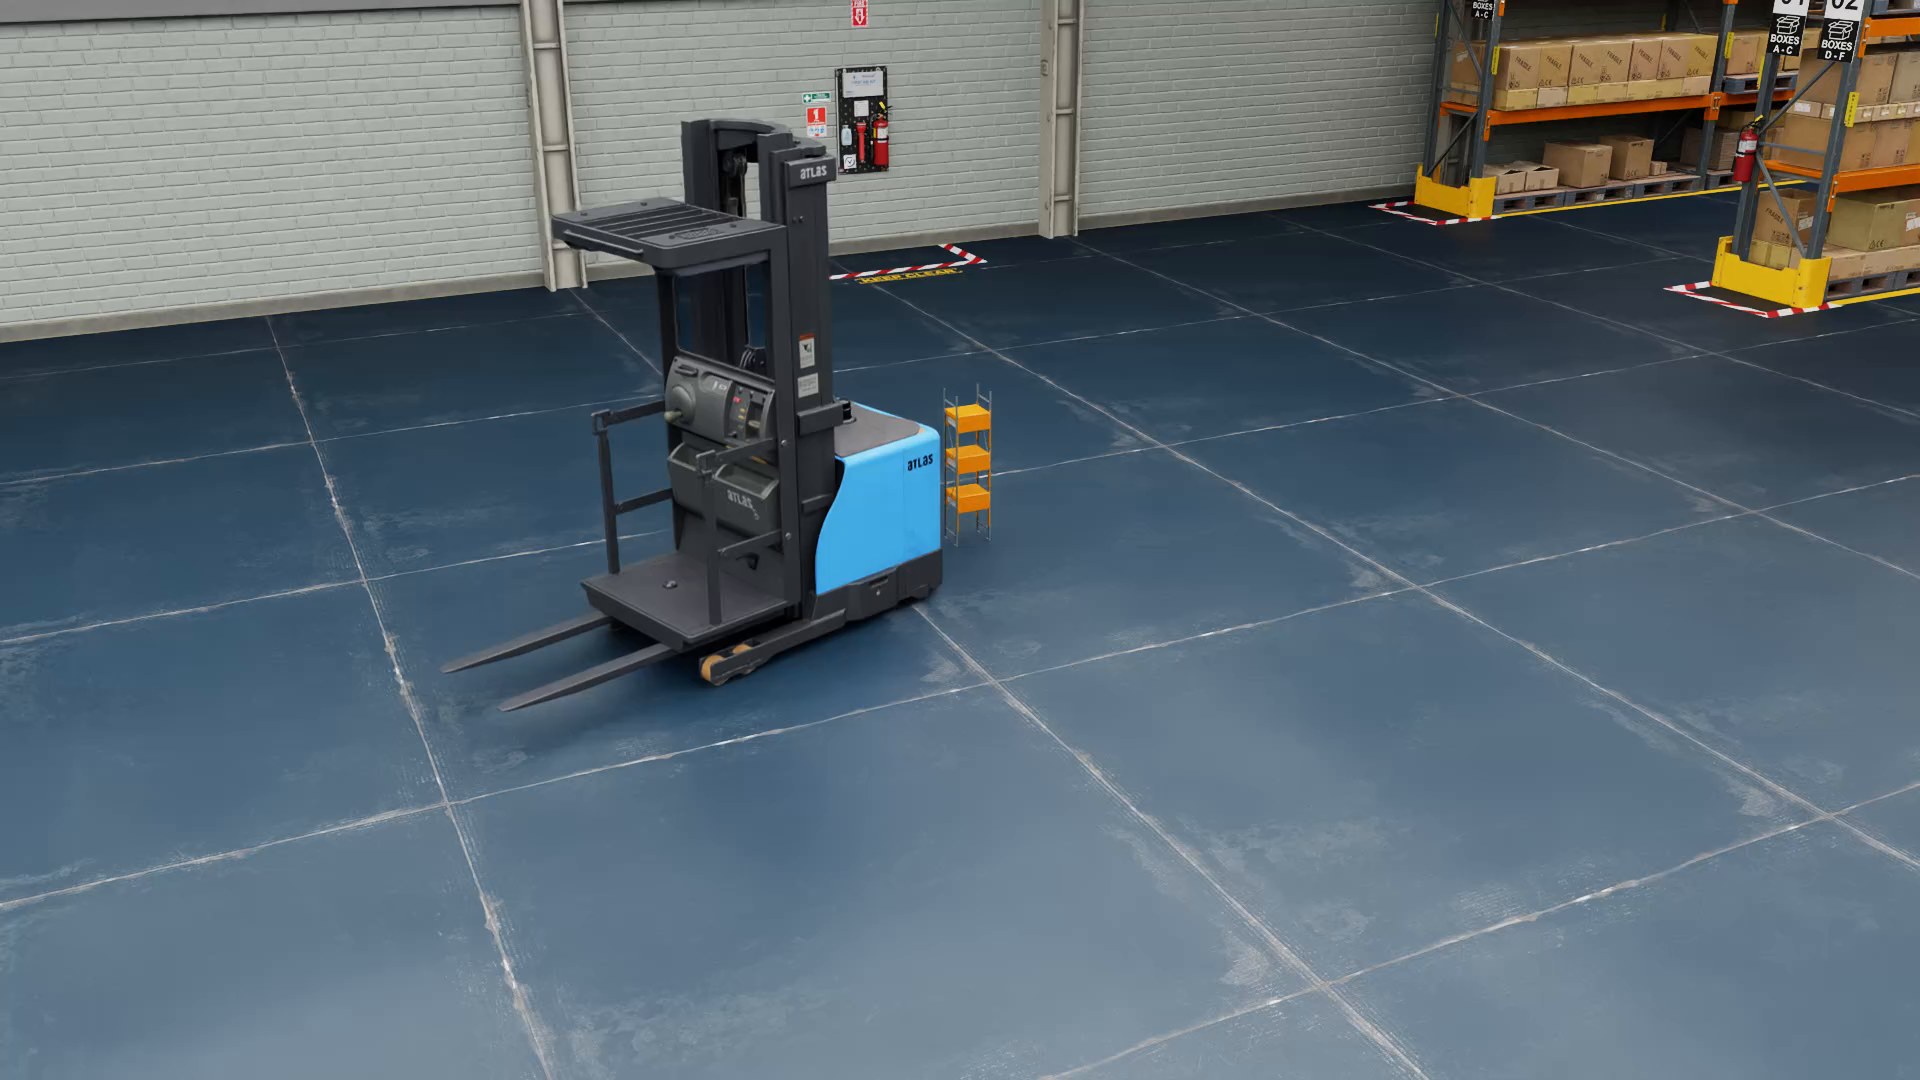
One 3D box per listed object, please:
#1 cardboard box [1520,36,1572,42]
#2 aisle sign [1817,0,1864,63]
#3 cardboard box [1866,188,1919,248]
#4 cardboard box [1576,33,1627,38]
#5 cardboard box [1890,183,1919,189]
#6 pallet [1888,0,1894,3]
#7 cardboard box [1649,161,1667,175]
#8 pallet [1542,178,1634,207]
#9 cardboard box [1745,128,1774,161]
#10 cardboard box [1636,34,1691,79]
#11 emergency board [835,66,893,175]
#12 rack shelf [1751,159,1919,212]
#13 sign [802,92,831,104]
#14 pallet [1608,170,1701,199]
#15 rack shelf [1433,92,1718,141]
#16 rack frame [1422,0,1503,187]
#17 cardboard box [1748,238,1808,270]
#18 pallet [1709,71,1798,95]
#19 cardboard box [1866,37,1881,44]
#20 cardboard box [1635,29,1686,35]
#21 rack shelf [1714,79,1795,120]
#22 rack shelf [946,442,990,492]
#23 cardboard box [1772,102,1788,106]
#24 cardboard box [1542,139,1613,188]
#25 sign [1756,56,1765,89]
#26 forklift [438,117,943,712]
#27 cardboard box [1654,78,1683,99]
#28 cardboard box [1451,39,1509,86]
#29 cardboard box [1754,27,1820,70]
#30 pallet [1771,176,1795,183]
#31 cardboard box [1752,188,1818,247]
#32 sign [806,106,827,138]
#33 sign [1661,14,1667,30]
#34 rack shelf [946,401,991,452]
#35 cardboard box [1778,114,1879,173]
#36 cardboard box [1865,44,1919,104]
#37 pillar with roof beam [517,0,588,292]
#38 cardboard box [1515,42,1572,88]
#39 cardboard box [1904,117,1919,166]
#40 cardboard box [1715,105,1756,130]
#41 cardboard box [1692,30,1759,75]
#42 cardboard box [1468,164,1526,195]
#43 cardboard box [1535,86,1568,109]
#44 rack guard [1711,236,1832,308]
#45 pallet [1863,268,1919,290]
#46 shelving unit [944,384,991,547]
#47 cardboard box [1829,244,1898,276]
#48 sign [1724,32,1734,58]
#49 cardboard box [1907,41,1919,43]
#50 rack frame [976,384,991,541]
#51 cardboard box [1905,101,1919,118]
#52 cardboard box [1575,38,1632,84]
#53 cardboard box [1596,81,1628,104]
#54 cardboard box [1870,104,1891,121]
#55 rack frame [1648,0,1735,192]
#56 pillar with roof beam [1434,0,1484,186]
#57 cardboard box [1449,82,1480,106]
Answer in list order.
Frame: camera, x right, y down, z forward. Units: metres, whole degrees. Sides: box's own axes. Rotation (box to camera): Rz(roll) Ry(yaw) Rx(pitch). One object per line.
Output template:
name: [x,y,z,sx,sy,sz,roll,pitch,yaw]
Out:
cardboard box: [7.593,-6.283,21.697,0.500,0.500,0.500,-11,25,-25]
aisle sign: [8.564,-5.056,16.144,0.004,0.787,0.394,-10,25,-24]
cardboard box: [9.964,-3.425,17.667,0.500,0.500,0.500,-10,25,-24]
cardboard box: [8.509,-6.457,22.116,0.500,0.500,0.500,-10,24,-22]
cardboard box: [10.190,-3.686,18.299,0.500,0.500,0.500,-10,25,-24]
pallet: [10.239,-5.629,17.120,1.213,0.211,1.003,-10,25,-24]
cardboard box: [9.474,-5.137,22.866,0.250,0.166,0.380,-14,26,-30]
pallet: [8.252,-4.726,22.390,1.213,0.211,1.003,-10,25,-24]
cardboard box: [11.042,-5.621,23.600,0.500,0.500,0.700,-11,25,-25]
cardboard box: [9.203,-6.358,21.878,0.500,0.500,0.500,-11,25,-24]
emergency board: [-1.056,-4.700,18.683,0.643,1.169,0.194,-10,25,-24]
rack shelf: [10.292,-3.971,17.861,4.000,0.370,1.077,-10,25,-24]
sign: [-1.591,-4.903,18.433,0.331,0.109,0.001,-10,25,-24]
pallet: [9.353,-4.929,22.883,1.213,0.211,1.003,-10,25,-24]
rack shelf: [8.140,-5.677,21.984,4.000,0.370,1.077,-10,25,-24]
rack frame: [6.338,-5.678,21.045,0.127,3.000,1.000,-10,25,-24]
cardboard box: [8.845,-3.086,17.829,0.500,0.250,0.500,-10,25,-24]
pallet: [10.694,-6.329,22.870,1.213,0.211,1.003,-10,25,-24]
cardboard box: [12.636,-7.071,23.704,0.500,0.500,0.700,-13,26,-29]
cardboard box: [9.428,-6.622,22.515,0.500,0.500,0.500,-11,25,-25]
rack shelf: [11.745,-6.341,23.587,4.000,0.370,1.077,-10,25,-24]
rack shelf: [0.048,-0.484,11.075,0.240,0.259,0.215,-10,25,-24]
cardboard box: [11.919,-6.102,23.783,0.500,0.250,0.500,-11,25,-24]
cardboard box: [8.197,-5.009,22.122,0.500,0.500,0.700,-12,25,-27]
sign: [8.267,-4.805,17.113,0.005,0.325,0.100,-10,25,-24]
forklift: [-1.509,-0.766,9.267,3.031,2.935,1.130,-21,30,-41]
cardboard box: [9.195,-6.019,22.038,0.500,0.250,0.500,-10,25,-23]
cardboard box: [6.671,-6.116,21.292,0.500,0.500,0.500,-11,25,-24]
cardboard box: [11.502,-6.874,23.228,0.500,0.500,0.700,-7,23,-16]
pallet: [11.744,-5.387,23.987,1.213,0.211,1.003,-10,25,-24]
cardboard box: [8.844,-3.433,17.687,0.500,0.500,0.500,-10,25,-24]
sign: [-1.599,-4.660,18.540,0.234,0.329,0.001,-10,25,-24]
sign: [9.699,-7.067,22.887,0.005,0.325,0.100,-10,25,-24]
rack shelf: [0.048,-0.746,10.966,0.240,0.259,0.215,-10,25,-24]
cardboard box: [8.916,-4.091,17.080,0.500,0.500,0.700,-10,25,-24]
cardboard box: [9.436,-4.788,17.068,0.500,0.500,0.700,-11,25,-25]
pillar with roof beam: [-2.352,-5.390,12.505,0.400,9.000,9.100,-10,25,-24]
cardboard box: [7.349,-6.019,21.057,0.500,0.500,0.500,-10,25,-23]
cardboard box: [9.837,-4.260,17.488,0.500,0.500,0.700,-10,25,-23]
cardboard box: [10.994,-5.938,23.387,0.500,0.250,0.500,-11,25,-25]
cardboard box: [10.416,-6.664,22.720,0.500,0.500,0.700,-10,25,-23]
cardboard box: [7.001,-4.723,21.677,0.500,0.311,0.500,-14,26,-30]
cardboard box: [7.377,-5.680,21.221,0.500,0.250,0.500,-11,25,-25]
rack guard: [8.468,-2.812,17.391,0.348,0.500,1.175,-10,25,-24]
pallet: [10.259,-3.025,18.282,1.213,0.211,1.003,-10,25,-24]
shelving unit: [0.048,-0.494,11.071,0.252,1.050,0.215,-10,25,-24]
cardboard box: [9.519,-2.992,17.601,0.500,0.250,0.500,-10,25,-24]
sign: [10.185,-6.556,22.034,0.005,0.325,0.100,-10,25,-24]
cardboard box: [10.341,-4.955,17.471,0.500,0.500,0.700,-10,25,-24]
rack frame: [0.158,-0.514,11.120,0.008,1.050,0.200,-10,25,-24]
cardboard box: [9.628,-4.435,17.063,0.250,0.149,0.380,-11,25,-24]
cardboard box: [8.277,-6.192,21.476,0.500,0.500,0.500,-10,24,-22]
cardboard box: [8.295,-5.846,21.621,0.500,0.250,0.500,-10,25,-23]
cardboard box: [9.174,-4.353,16.865,0.250,0.149,0.380,-11,25,-25]
rack frame: [9.943,-6.341,22.648,0.127,3.000,1.000,-10,25,-24]
pillar with roof beam: [8.461,-7.380,17.314,0.400,9.000,9.100,-10,25,-24]
cardboard box: [6.675,-5.762,21.419,0.500,0.250,0.500,-10,25,-23]
